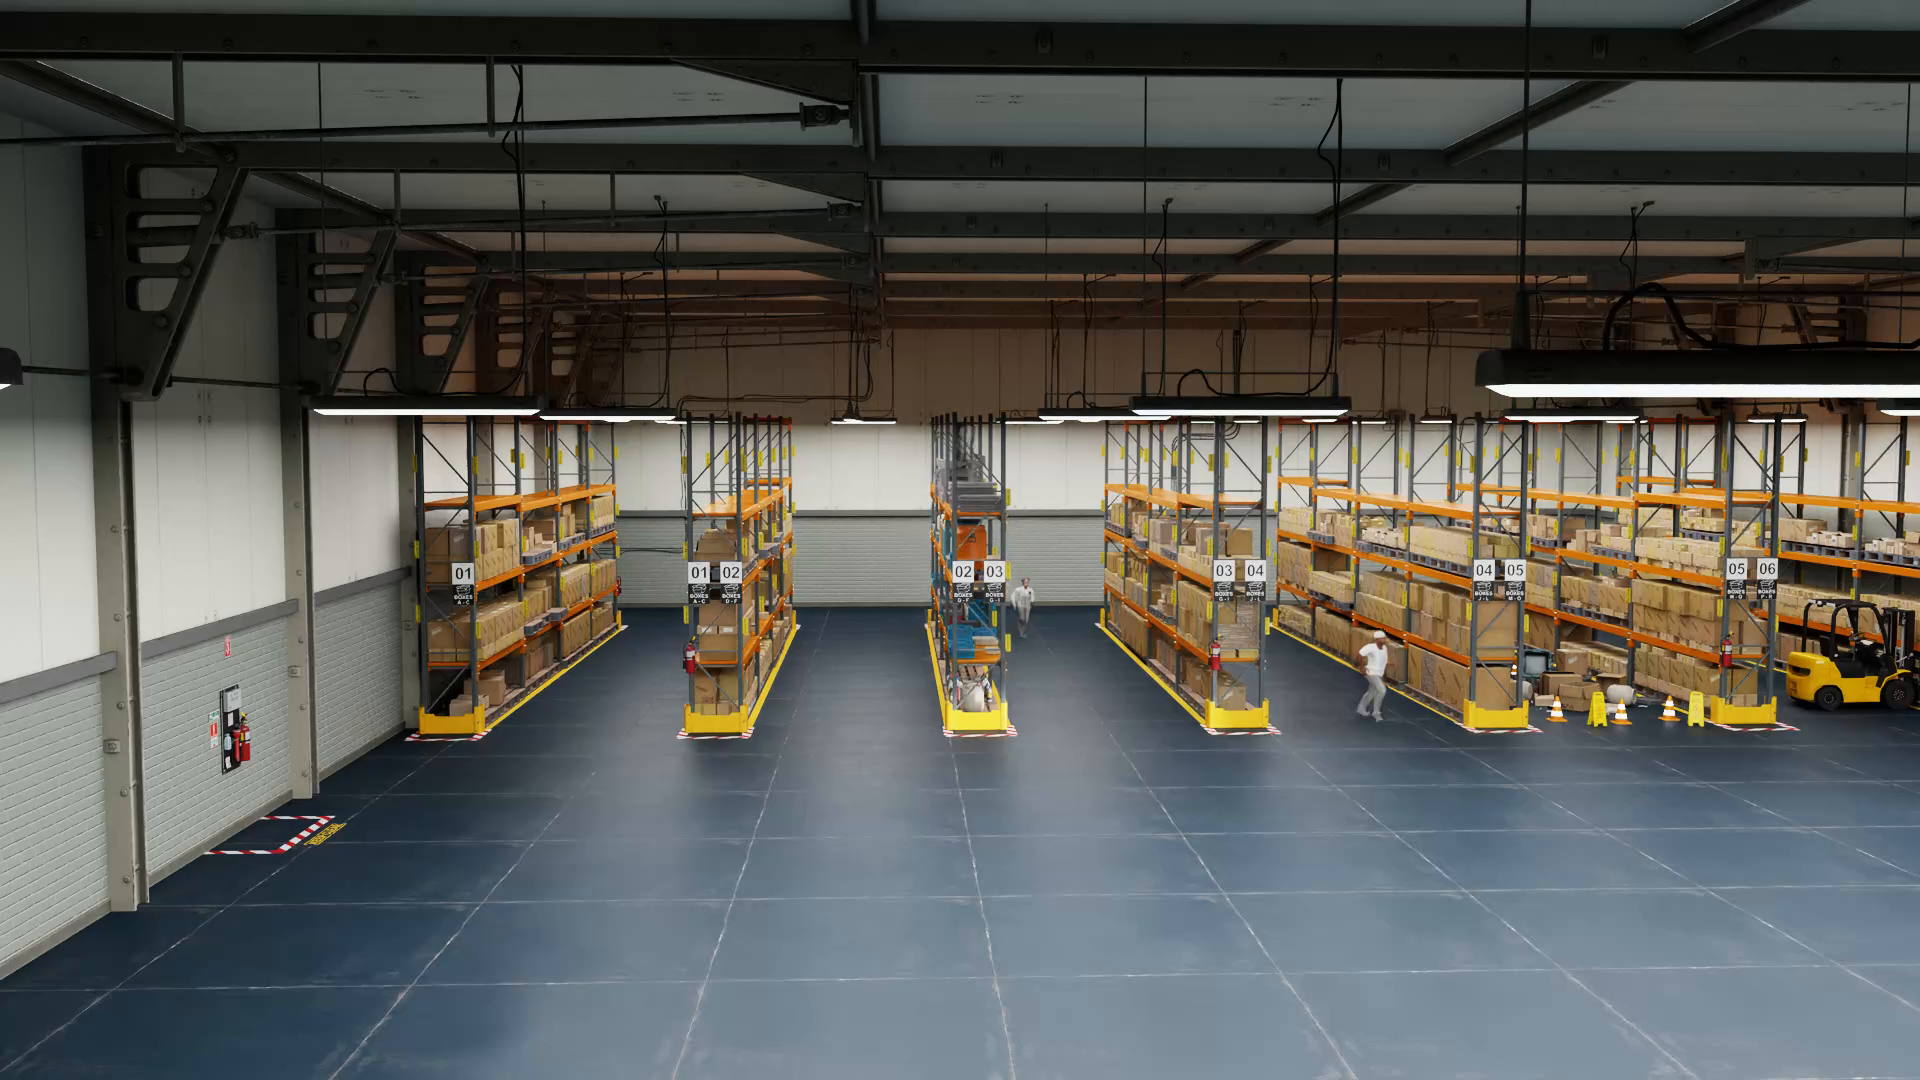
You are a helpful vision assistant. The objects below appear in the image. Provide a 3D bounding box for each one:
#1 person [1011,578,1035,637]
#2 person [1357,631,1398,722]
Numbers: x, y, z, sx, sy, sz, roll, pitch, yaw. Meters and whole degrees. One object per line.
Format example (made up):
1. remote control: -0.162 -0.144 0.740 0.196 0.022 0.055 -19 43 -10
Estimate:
1. person: 1.739 1.827 45.052 0.605 1.630 0.636 -1 4 -15
2. person: 8.105 2.661 32.444 0.864 1.813 0.627 4 5 45
